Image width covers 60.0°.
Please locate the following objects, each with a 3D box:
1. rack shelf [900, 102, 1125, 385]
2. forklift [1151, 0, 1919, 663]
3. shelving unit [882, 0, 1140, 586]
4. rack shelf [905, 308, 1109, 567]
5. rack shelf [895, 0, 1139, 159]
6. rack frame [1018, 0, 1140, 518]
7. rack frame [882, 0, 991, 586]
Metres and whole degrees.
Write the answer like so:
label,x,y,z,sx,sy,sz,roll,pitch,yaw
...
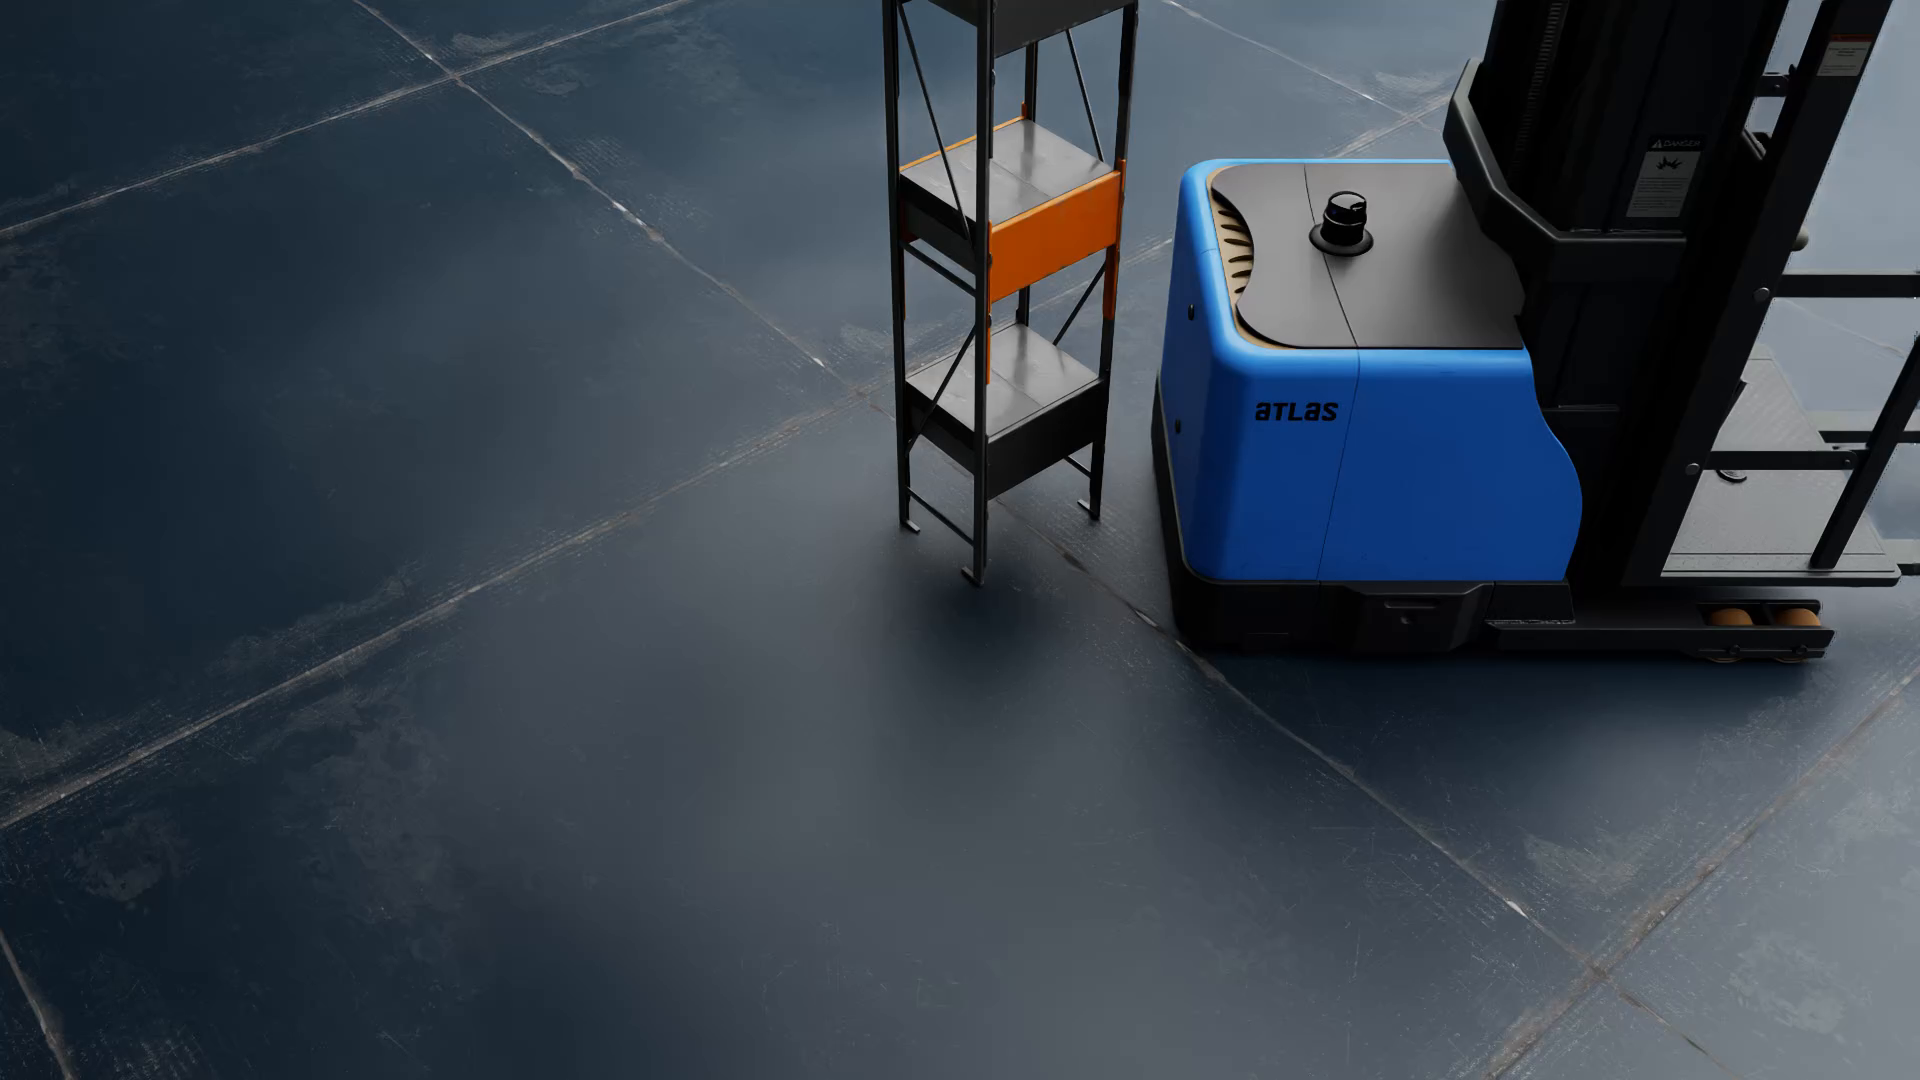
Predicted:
label,x,y,z,sx,sy,sz,roll,pitch,yaw
rack shelf,0.127,-0.828,4.618,0.480,0.518,0.431,-30,51,-28
forklift,2.147,-1.076,4.254,3.031,2.935,1.130,0,43,0
shelving unit,0.127,-0.838,4.609,0.503,2.100,0.431,-30,51,-28
rack shelf,0.127,-0.318,5.097,0.480,0.518,0.431,-30,51,-28
rack shelf,0.127,-1.338,4.139,0.480,0.518,0.431,-30,51,-28
rack frame,0.314,-0.945,4.723,0.015,2.100,0.400,-30,51,-28
rack frame,-0.060,-0.731,4.494,0.015,2.100,0.400,-30,51,-28
